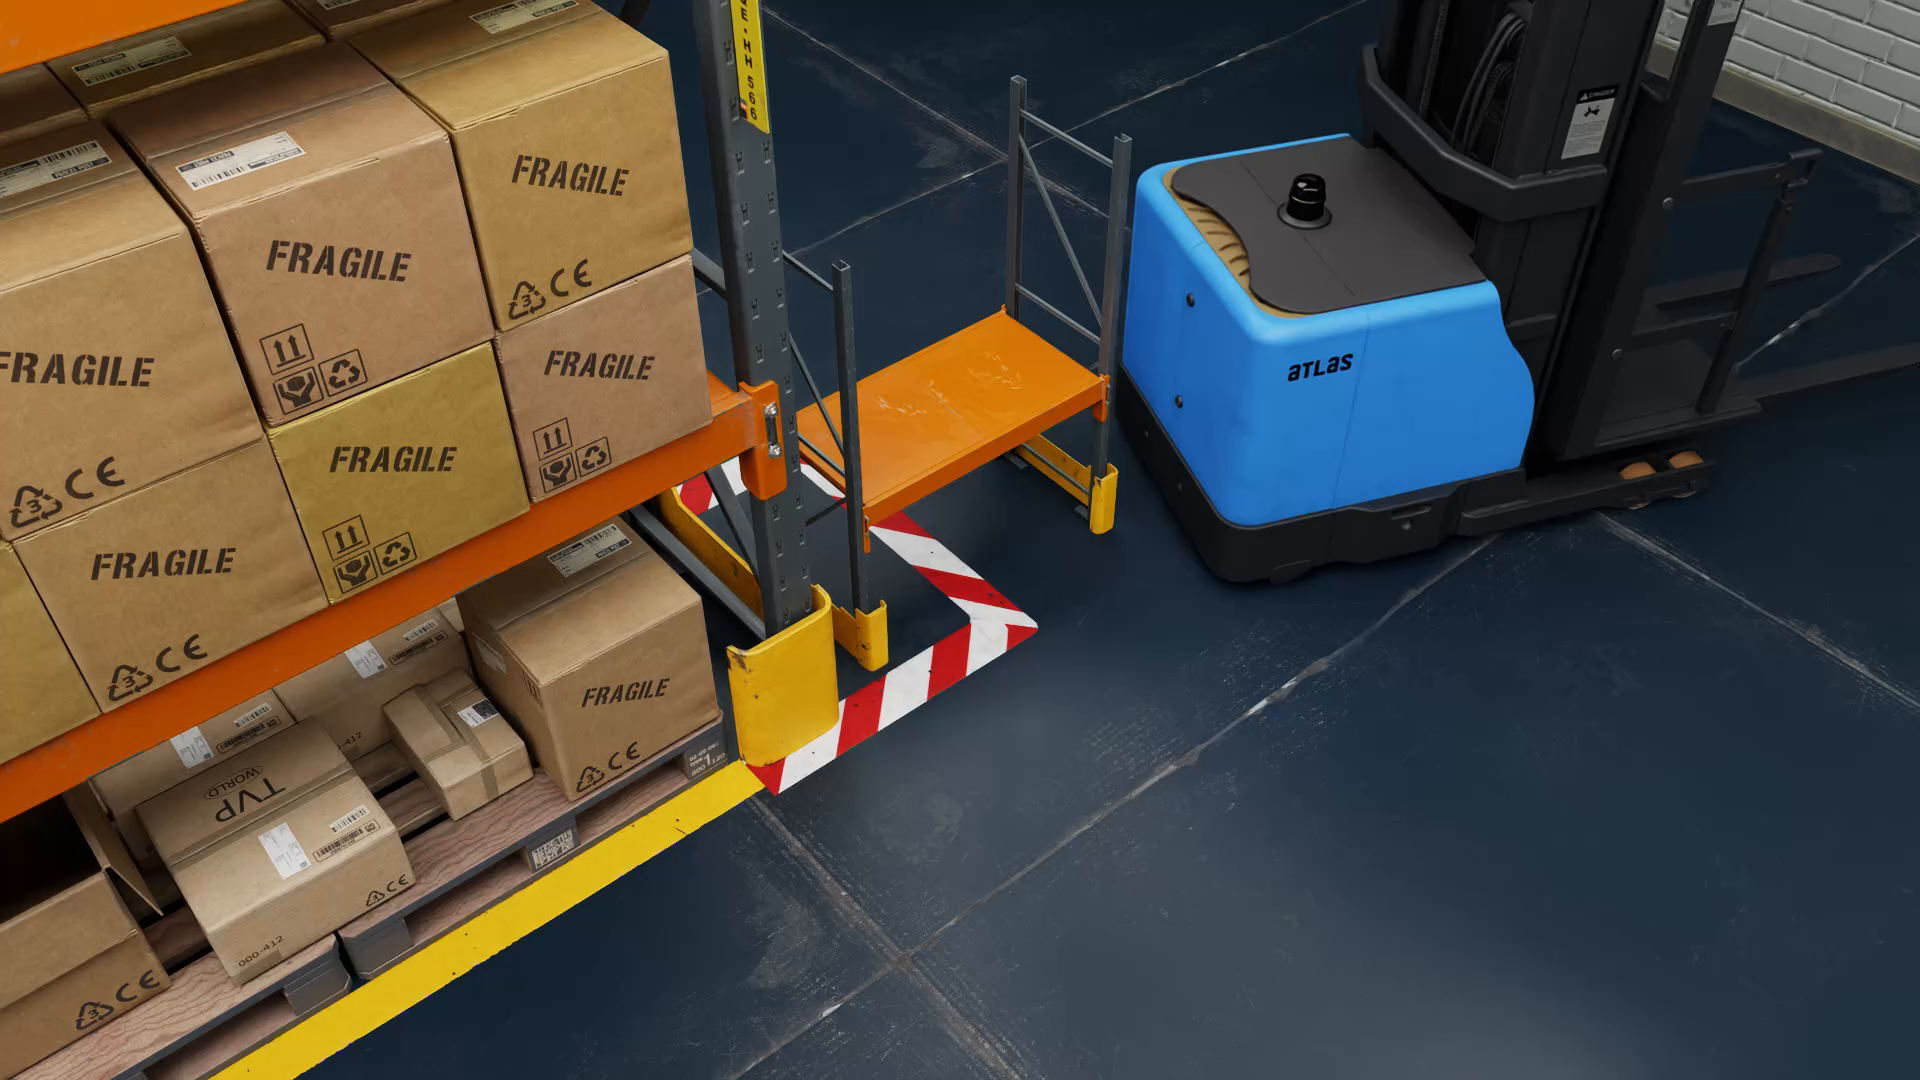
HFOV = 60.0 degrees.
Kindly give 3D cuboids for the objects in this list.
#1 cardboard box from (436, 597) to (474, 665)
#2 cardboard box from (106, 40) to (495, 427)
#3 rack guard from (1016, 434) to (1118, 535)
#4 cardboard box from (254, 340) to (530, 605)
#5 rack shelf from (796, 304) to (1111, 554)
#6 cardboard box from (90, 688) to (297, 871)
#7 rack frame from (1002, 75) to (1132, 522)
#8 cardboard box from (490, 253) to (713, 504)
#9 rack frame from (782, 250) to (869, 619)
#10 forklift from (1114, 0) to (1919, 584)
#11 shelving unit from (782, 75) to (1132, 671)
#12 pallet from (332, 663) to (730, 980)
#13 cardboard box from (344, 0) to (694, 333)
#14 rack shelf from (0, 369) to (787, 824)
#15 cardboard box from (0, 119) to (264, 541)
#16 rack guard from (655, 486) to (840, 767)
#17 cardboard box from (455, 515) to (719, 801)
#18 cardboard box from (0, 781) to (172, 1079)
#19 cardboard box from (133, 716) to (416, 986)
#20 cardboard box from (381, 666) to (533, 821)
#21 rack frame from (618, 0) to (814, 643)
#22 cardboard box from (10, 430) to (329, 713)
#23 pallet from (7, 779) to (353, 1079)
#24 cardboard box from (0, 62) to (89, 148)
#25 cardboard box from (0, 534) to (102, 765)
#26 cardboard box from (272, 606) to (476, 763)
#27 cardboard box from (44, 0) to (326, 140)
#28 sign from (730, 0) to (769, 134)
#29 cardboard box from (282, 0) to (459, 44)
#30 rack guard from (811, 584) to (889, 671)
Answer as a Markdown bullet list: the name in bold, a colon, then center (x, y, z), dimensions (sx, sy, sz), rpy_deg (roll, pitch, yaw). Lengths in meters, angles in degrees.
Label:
- **cardboard box**: center (-1.529, 0.181, 5.114), dimensions (0.250, 0.166, 0.380), rpy_deg (-30, 51, -28)
- **cardboard box**: center (-1.348, -0.643, 3.441), dimensions (0.500, 0.500, 0.500), rpy_deg (-28, 50, -27)
- **rack guard**: center (0.323, -0.276, 5.862), dimensions (0.087, 0.250, 0.587), rpy_deg (-30, 51, -28)
- **cardboard box**: center (-1.360, -0.272, 3.775), dimensions (0.500, 0.500, 0.500), rpy_deg (-29, 51, -28)
- **rack shelf**: center (-0.065, -0.378, 5.320), dimensions (1.000, 0.185, 0.538), rpy_deg (-30, 51, -28)
- **cardboard box**: center (-2.162, 0.566, 4.643), dimensions (0.500, 0.250, 0.500), rpy_deg (-30, 51, -28)
- **rack frame**: center (0.324, -0.733, 5.434), dimensions (0.032, 1.500, 0.500), rpy_deg (-30, 51, -28)
- **cardboard box**: center (-0.965, -0.501, 4.020), dimensions (0.500, 0.500, 0.500), rpy_deg (-28, 50, -27)
- **rack frame**: center (-0.455, -0.286, 4.959), dimensions (0.032, 1.500, 0.500), rpy_deg (-30, 51, -28)
- **forklift**: center (2.145, -1.512, 5.219), dimensions (3.031, 2.935, 1.130), rpy_deg (-12, 45, -13)
- **shelving unit**: center (-0.058, -0.513, 5.201), dimensions (1.083, 1.500, 0.587), rpy_deg (-30, 51, -28)
- **pallet**: center (-1.465, 0.596, 4.962), dimensions (1.213, 0.211, 1.003), rpy_deg (-30, 51, -28)
- **cardboard box**: center (-0.961, -0.866, 3.677), dimensions (0.500, 0.500, 0.500), rpy_deg (-30, 51, -28)
- **rack shelf**: center (-2.330, 0.336, 3.727), dimensions (4.000, 0.370, 1.077), rpy_deg (-30, 51, -28)
- **cardboard box**: center (-1.742, -0.413, 3.195), dimensions (0.500, 0.500, 0.500), rpy_deg (-28, 50, -27)
- **rack guard**: center (-0.854, 0.140, 5.236), dimensions (0.348, 0.500, 1.175), rpy_deg (-30, 51, -28)
- **cardboard box**: center (-1.055, 0.314, 4.729), dimensions (0.500, 0.500, 0.500), rpy_deg (-30, 51, -28)
- **cardboard box**: center (-2.426, 0.874, 4.131), dimensions (0.637, 0.503, 0.797), rpy_deg (-30, 51, -28)
- **cardboard box**: center (-1.803, 0.807, 4.387), dimensions (0.500, 0.250, 0.500), rpy_deg (-30, 51, -28)
- **cardboard box**: center (-1.423, 0.567, 4.704), dimensions (0.250, 0.166, 0.380), rpy_deg (-30, 51, -28)
- **rack frame**: center (-0.796, -0.805, 4.416), dimensions (0.127, 3.000, 1.000), rpy_deg (-30, 51, -28)
- **cardboard box**: center (-1.746, -0.056, 3.545), dimensions (0.500, 0.500, 0.500), rpy_deg (-29, 51, -28)
- **pallet**: center (-2.400, 1.129, 4.394), dimensions (1.213, 0.211, 1.003), rpy_deg (-30, 51, -28)
- **cardboard box**: center (-2.088, -0.698, 3.499), dimensions (0.500, 0.500, 0.500), rpy_deg (-29, 50, -27)
- **cardboard box**: center (-2.133, 0.166, 3.309), dimensions (0.500, 0.500, 0.500), rpy_deg (-31, 51, -28)
- **cardboard box**: center (-1.778, 0.347, 4.877), dimensions (0.500, 0.250, 0.500), rpy_deg (-30, 51, -28)
- **cardboard box**: center (-1.701, -0.916, 3.730), dimensions (0.500, 0.500, 0.500), rpy_deg (-29, 51, -27)
- **sign**: center (-0.455, -1.042, 3.591), dimensions (0.005, 0.325, 0.100), rpy_deg (-30, 51, -28)
- **cardboard box**: center (-1.305, -1.149, 3.979), dimensions (0.500, 0.500, 0.500), rpy_deg (-28, 50, -27)
- **rack guard**: center (-0.440, 0.161, 5.396), dimensions (0.087, 0.250, 0.587), rpy_deg (-30, 51, -28)
